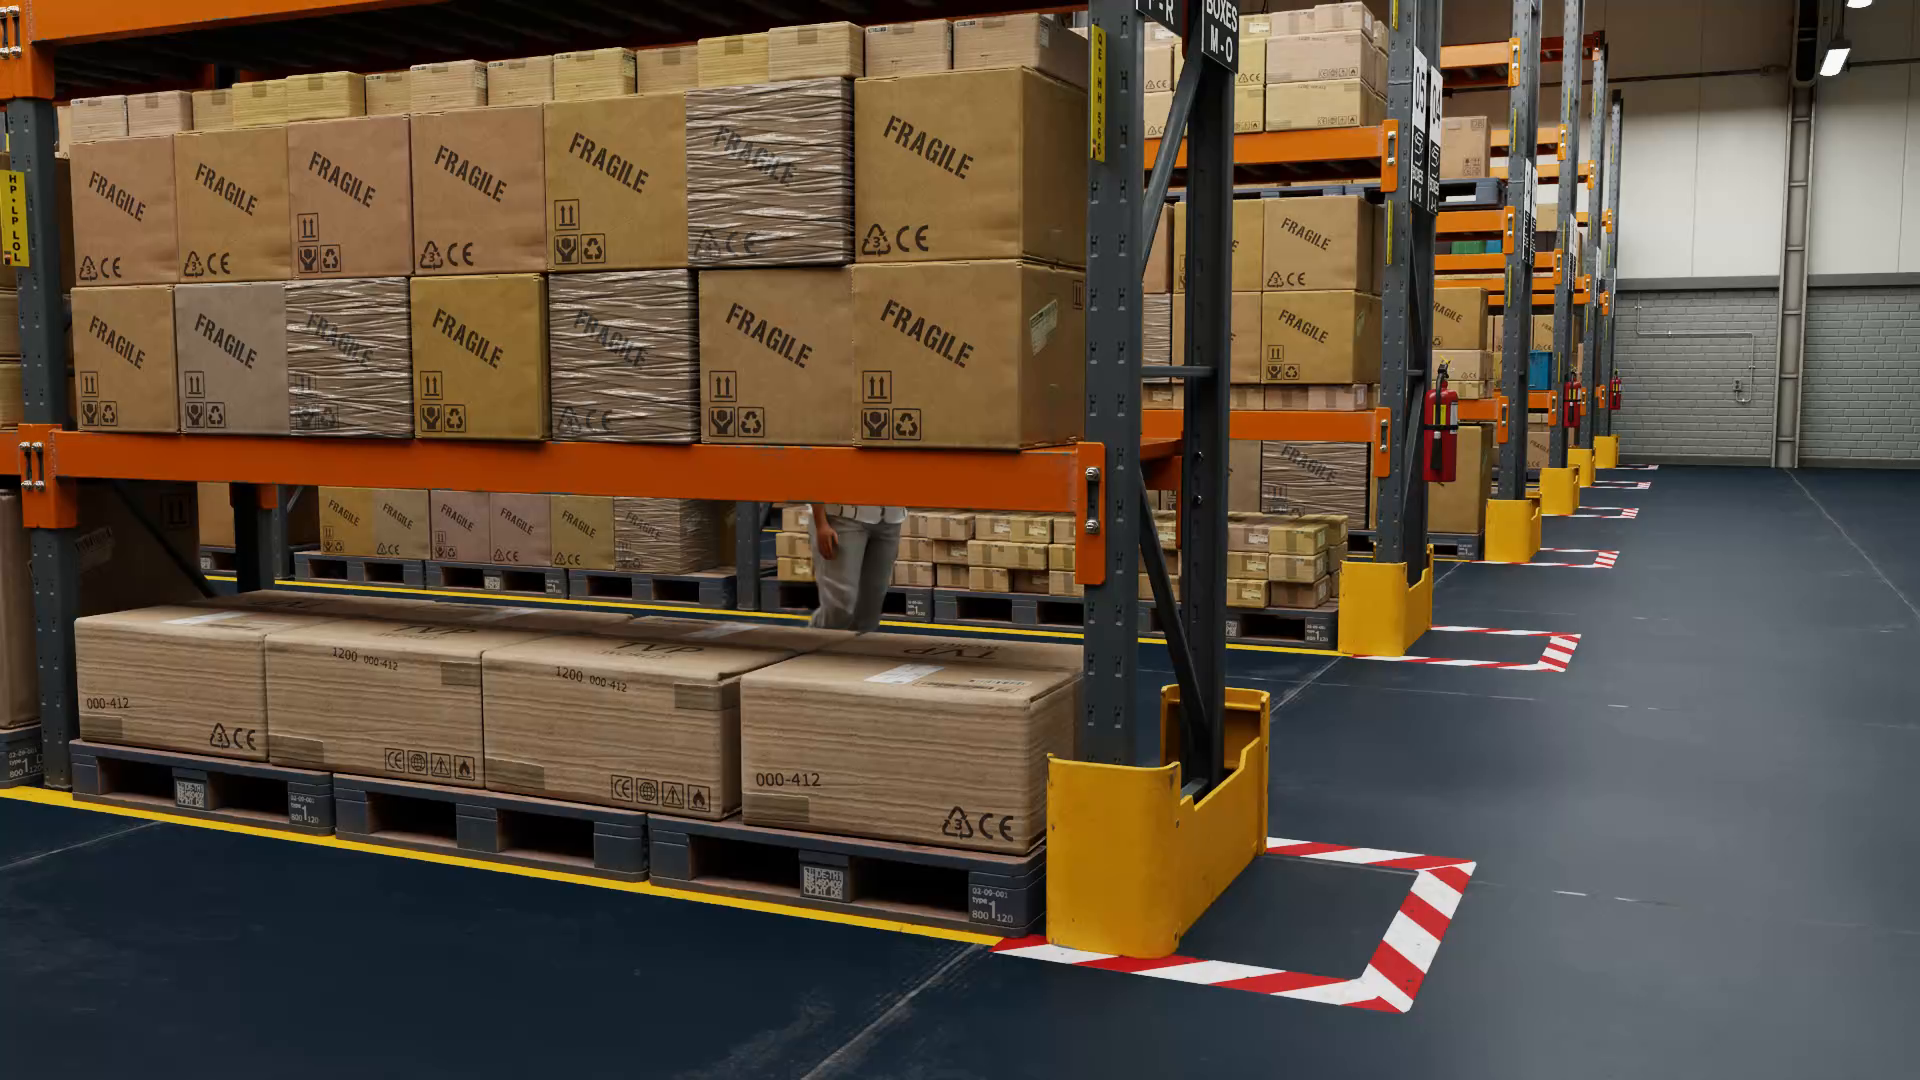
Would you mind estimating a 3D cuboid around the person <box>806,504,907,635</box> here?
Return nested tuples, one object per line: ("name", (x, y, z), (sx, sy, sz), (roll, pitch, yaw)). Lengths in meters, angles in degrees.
("person", (-0.494, -0.059, 7.208), (0.640, 1.656, 0.463), (-5, 8, -42))
